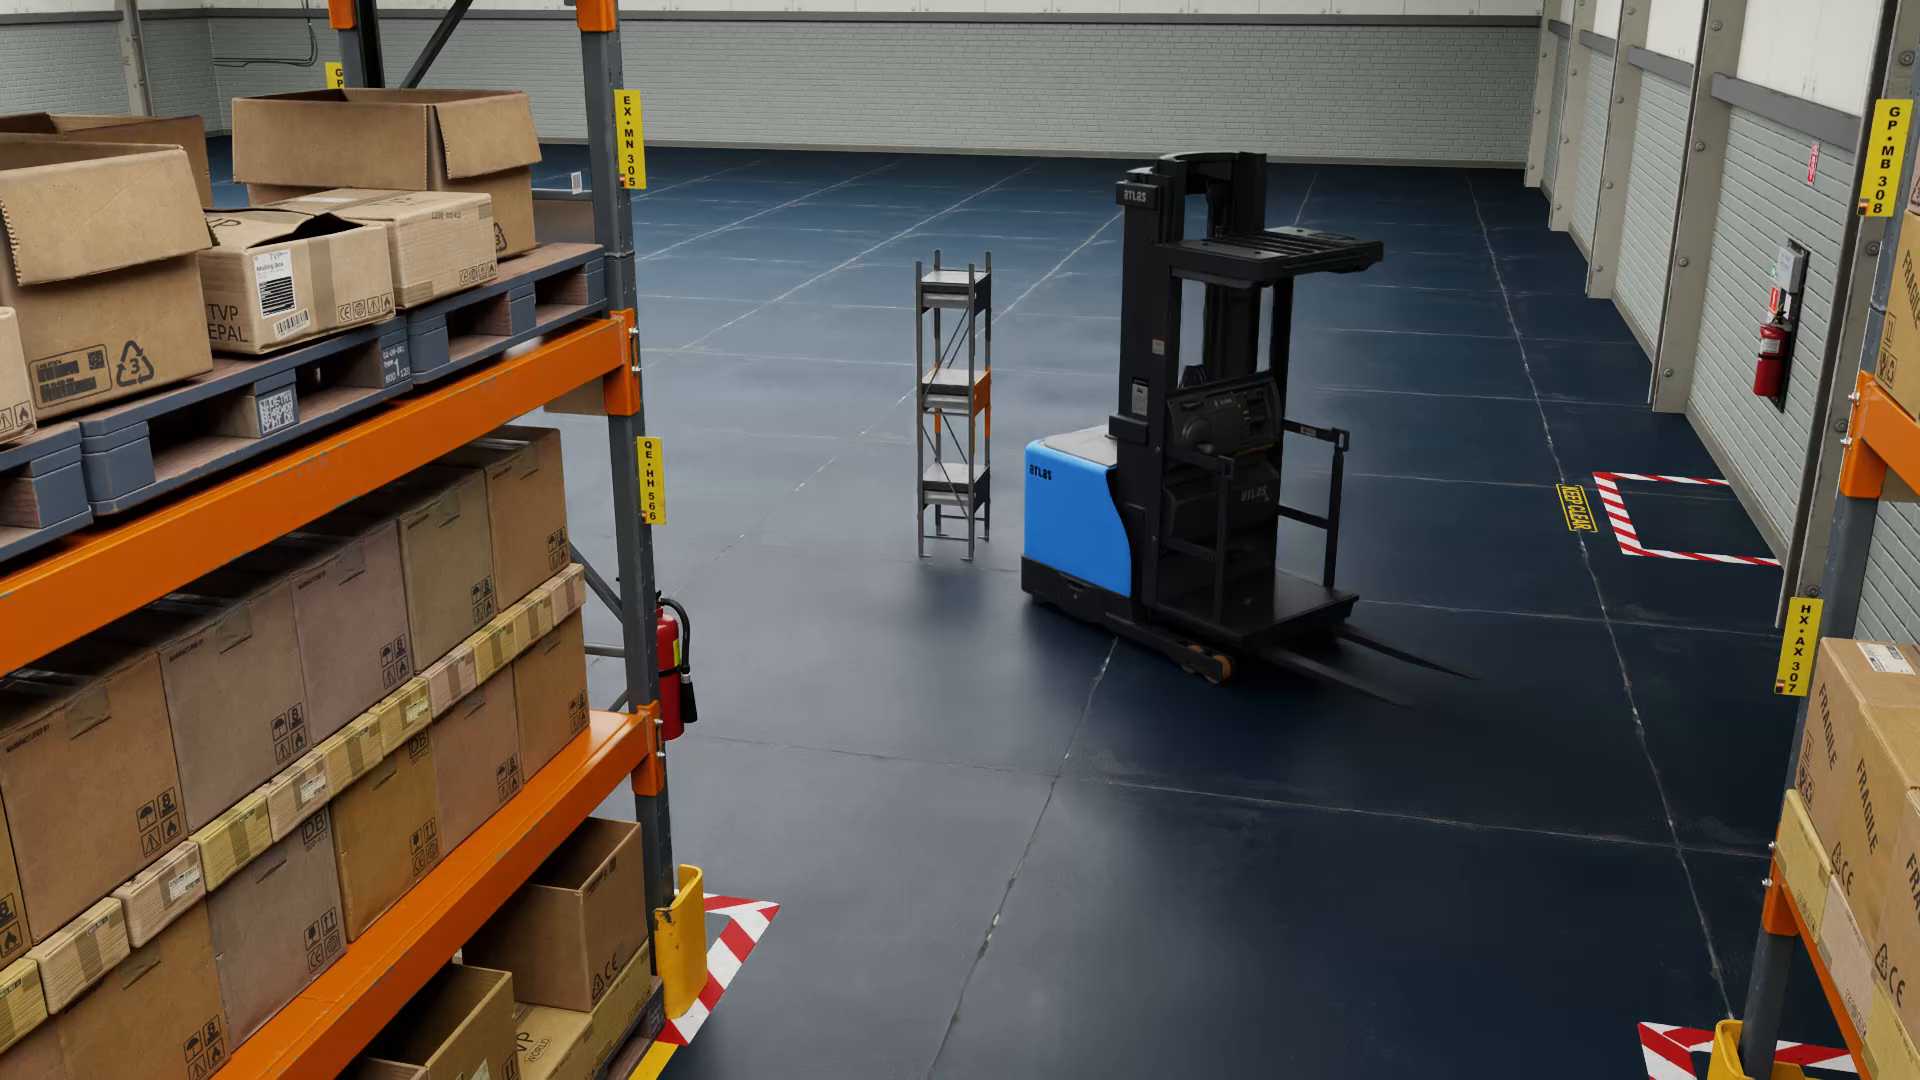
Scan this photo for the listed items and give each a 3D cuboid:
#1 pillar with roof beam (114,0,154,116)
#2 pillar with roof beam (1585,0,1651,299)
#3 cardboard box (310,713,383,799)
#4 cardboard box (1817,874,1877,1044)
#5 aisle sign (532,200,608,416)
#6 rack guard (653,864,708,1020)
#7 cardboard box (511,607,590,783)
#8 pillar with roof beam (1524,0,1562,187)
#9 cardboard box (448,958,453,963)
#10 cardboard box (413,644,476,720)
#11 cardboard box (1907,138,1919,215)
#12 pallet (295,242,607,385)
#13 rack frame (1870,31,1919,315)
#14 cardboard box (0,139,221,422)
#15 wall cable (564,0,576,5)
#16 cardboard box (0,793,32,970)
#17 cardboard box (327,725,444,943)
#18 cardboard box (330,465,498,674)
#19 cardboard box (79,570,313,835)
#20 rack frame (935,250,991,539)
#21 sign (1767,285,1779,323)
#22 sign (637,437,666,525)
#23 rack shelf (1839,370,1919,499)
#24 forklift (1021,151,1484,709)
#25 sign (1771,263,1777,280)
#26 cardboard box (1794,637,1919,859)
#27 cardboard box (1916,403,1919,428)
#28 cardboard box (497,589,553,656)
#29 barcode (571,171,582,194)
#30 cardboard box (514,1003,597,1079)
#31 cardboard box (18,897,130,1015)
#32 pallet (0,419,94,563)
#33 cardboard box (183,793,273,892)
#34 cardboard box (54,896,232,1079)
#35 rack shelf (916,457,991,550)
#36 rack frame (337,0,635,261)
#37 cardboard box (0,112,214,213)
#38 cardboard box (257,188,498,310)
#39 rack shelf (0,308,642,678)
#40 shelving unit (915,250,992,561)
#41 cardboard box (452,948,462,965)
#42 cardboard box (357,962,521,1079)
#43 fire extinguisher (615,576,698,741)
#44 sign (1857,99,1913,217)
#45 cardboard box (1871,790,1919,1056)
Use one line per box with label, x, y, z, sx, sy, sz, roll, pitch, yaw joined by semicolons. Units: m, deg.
pillar with roof beam;-15.210;-13.313;37.242;9.100;9.000;0.400;5;19;13
pillar with roof beam;4.055;-7.744;20.937;9.100;9.000;0.400;5;19;13
cardboard box;-1.865;0.586;4.674;0.380;0.149;0.250;5;20;15
cardboard box;2.623;1.142;4.403;0.500;0.250;0.500;4;19;12
aisle sign;-1.340;-0.829;5.951;0.394;0.787;0.004;5;19;13
rack guard;-1.635;1.574;6.805;1.175;0.500;0.348;5;19;13
cardboard box;-1.767;0.497;5.937;0.700;0.500;0.500;5;19;13
pillar with roof beam;6.987;-11.505;31.949;9.100;9.000;0.400;5;19;13
cardboard box;-2.108;1.454;5.734;0.500;0.500;0.500;5;19;13
cardboard box;-1.738;0.421;5.157;0.380;0.149;0.250;5;19;14
cardboard box;2.834;-1.059;4.273;0.500;0.500;0.500;3;19;9
pallet;-1.839;-0.759;5.265;1.003;0.211;1.213;5;19;13
rack frame;3.164;-2.050;4.267;1.000;3.000;0.127;5;19;13
cardboard box;-2.094;-0.587;3.598;0.797;0.503;0.637;7;20;19
wall cable;-8.180;-15.326;37.875;2.305;6.003;0.169;5;19;13
cardboard box;-2.394;0.694;3.355;0.700;0.500;0.500;5;19;13
cardboard box;-2.018;0.817;5.000;0.700;0.500;0.500;5;19;14
cardboard box;-1.904;0.065;5.195;0.700;0.500;0.500;4;19;12
cardboard box;-2.148;0.380;4.272;0.700;0.500;0.500;5;19;13
rack frame;0.019;-1.018;11.920;0.400;2.100;0.015;5;19;13
sign;6.173;-1.757;12.637;0.001;0.329;0.234;5;19;13
sign;-1.118;-0.214;6.015;0.100;0.325;0.005;5;19;13
rack shelf;2.675;0.337;3.033;1.077;0.370;4.000;5;19;13
forklift;1.718;-0.729;9.787;1.130;2.935;3.031;-15;24;-36
sign;6.163;-2.007;12.549;0.001;0.109;0.331;5;19;13
cardboard box;2.755;0.622;4.768;0.500;0.500;0.500;5;19;13
cardboard box;2.674;-0.437;3.999;0.500;0.500;0.500;6;20;17
cardboard box;-1.612;0.262;5.622;0.380;0.149;0.250;5;20;15
barcode;-1.247;-1.162;5.411;0.001;0.075;0.075;5;19;13
cardboard box;-1.596;1.851;5.733;0.500;0.250;0.500;5;19;13
cardboard box;-2.116;0.909;3.726;0.380;0.149;0.250;4;19;12
pallet;-2.435;0.006;3.026;1.003;0.211;1.213;5;19;13
cardboard box;-1.990;0.744;4.211;0.380;0.149;0.250;4;19;13
cardboard box;-2.267;1.143;4.045;0.700;0.500;0.500;5;19;14
rack shelf;-0.040;-0.266;11.927;0.431;0.518;0.480;5;19;13
rack frame;-1.641;-2.440;5.409;1.000;3.000;0.127;5;19;13
cardboard box;-2.312;-0.834;4.326;0.500;0.500;0.500;5;19;13
cardboard box;-1.667;-0.833;4.710;0.500;0.250;0.500;5;19;13
rack shelf;-2.130;-0.053;4.175;1.077;0.370;4.000;5;19;13
shelving unit;-0.040;-0.942;11.696;0.431;2.100;0.503;5;19;13
cardboard box;-1.988;1.652;6.314;0.500;0.250;0.500;5;19;13
cardboard box;-1.714;1.653;5.152;0.500;0.500;0.500;5;19;13
fire extinguisher;-1.162;0.435;6.392;0.296;0.674;0.183;5;19;13
sign;2.637;-1.087;4.736;0.100;0.325;0.005;5;19;13
cardboard box;2.493;0.937;3.844;0.500;0.500;0.500;4;19;12
